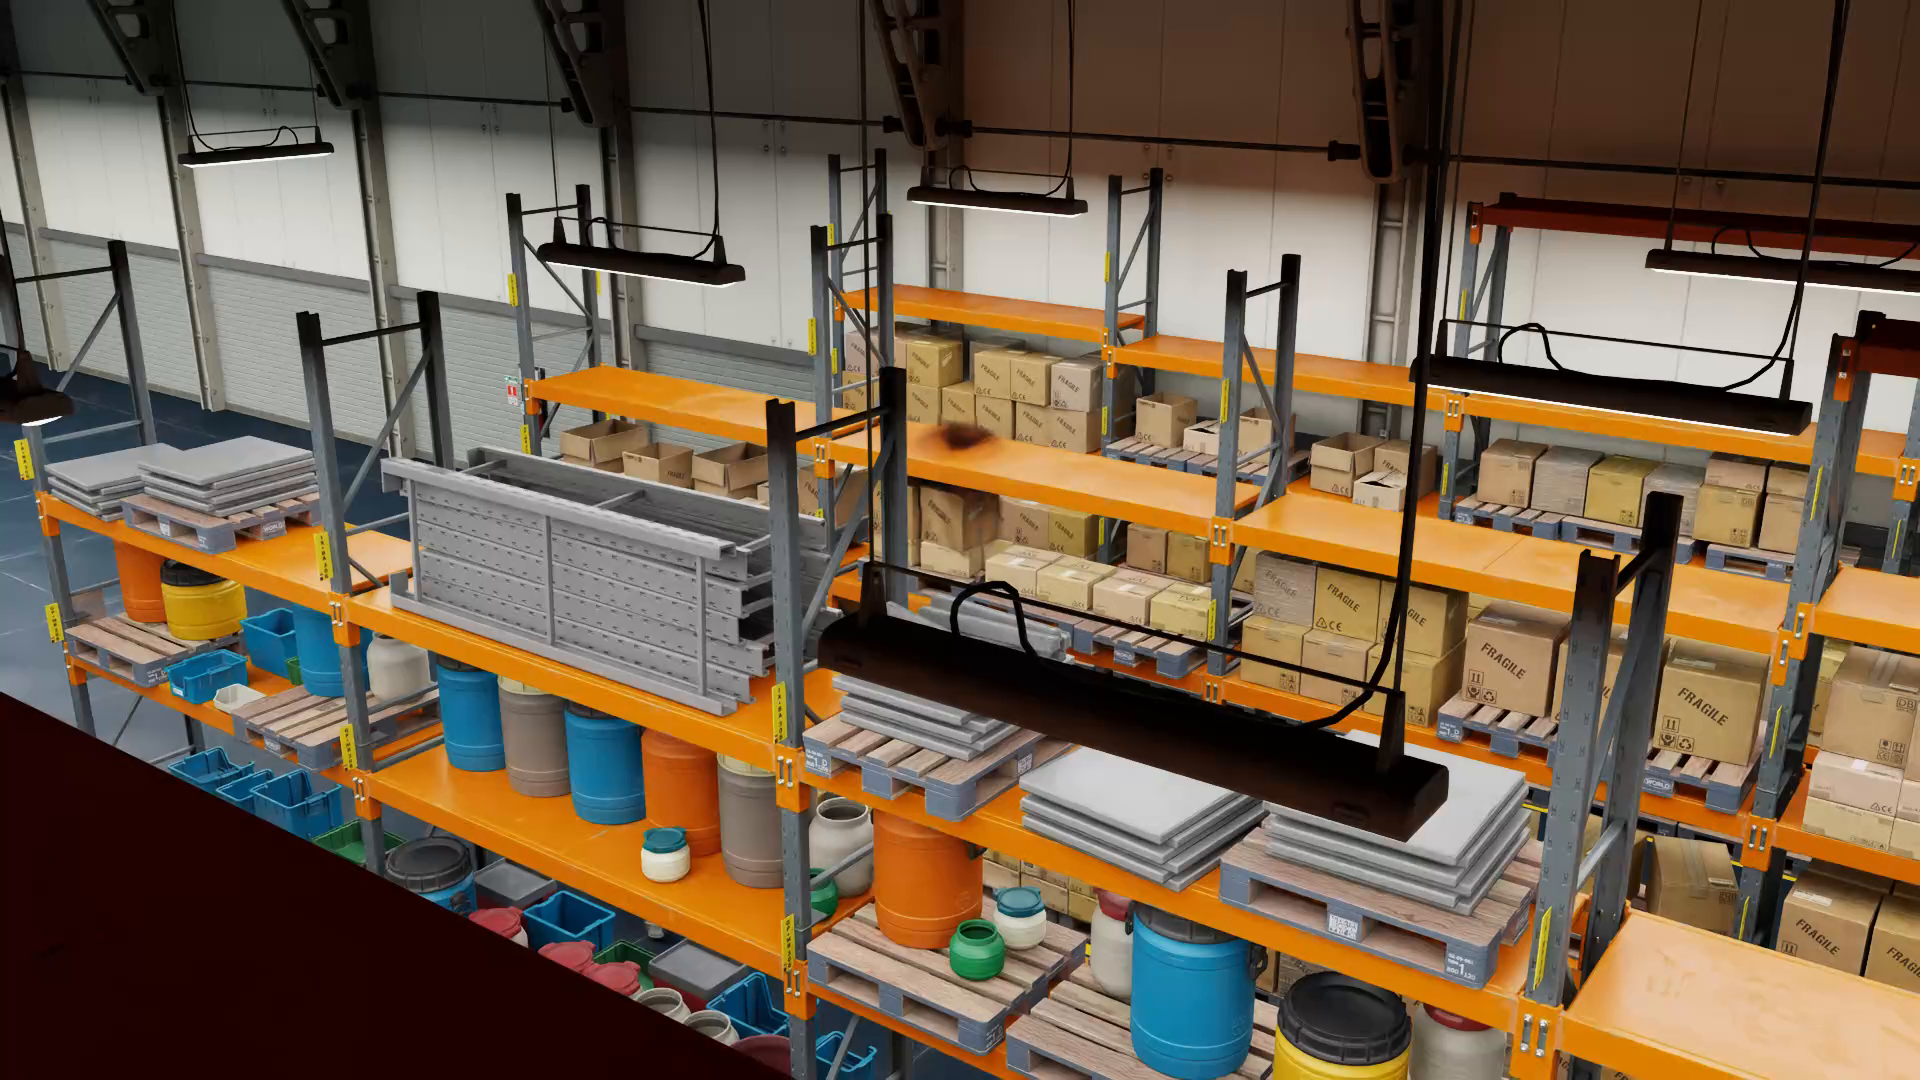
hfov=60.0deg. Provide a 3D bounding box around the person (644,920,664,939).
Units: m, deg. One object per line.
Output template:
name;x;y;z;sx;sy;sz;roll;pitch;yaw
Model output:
person;-2.769;2.580;14.610;0.570;1.759;0.725;-6;20;-18
